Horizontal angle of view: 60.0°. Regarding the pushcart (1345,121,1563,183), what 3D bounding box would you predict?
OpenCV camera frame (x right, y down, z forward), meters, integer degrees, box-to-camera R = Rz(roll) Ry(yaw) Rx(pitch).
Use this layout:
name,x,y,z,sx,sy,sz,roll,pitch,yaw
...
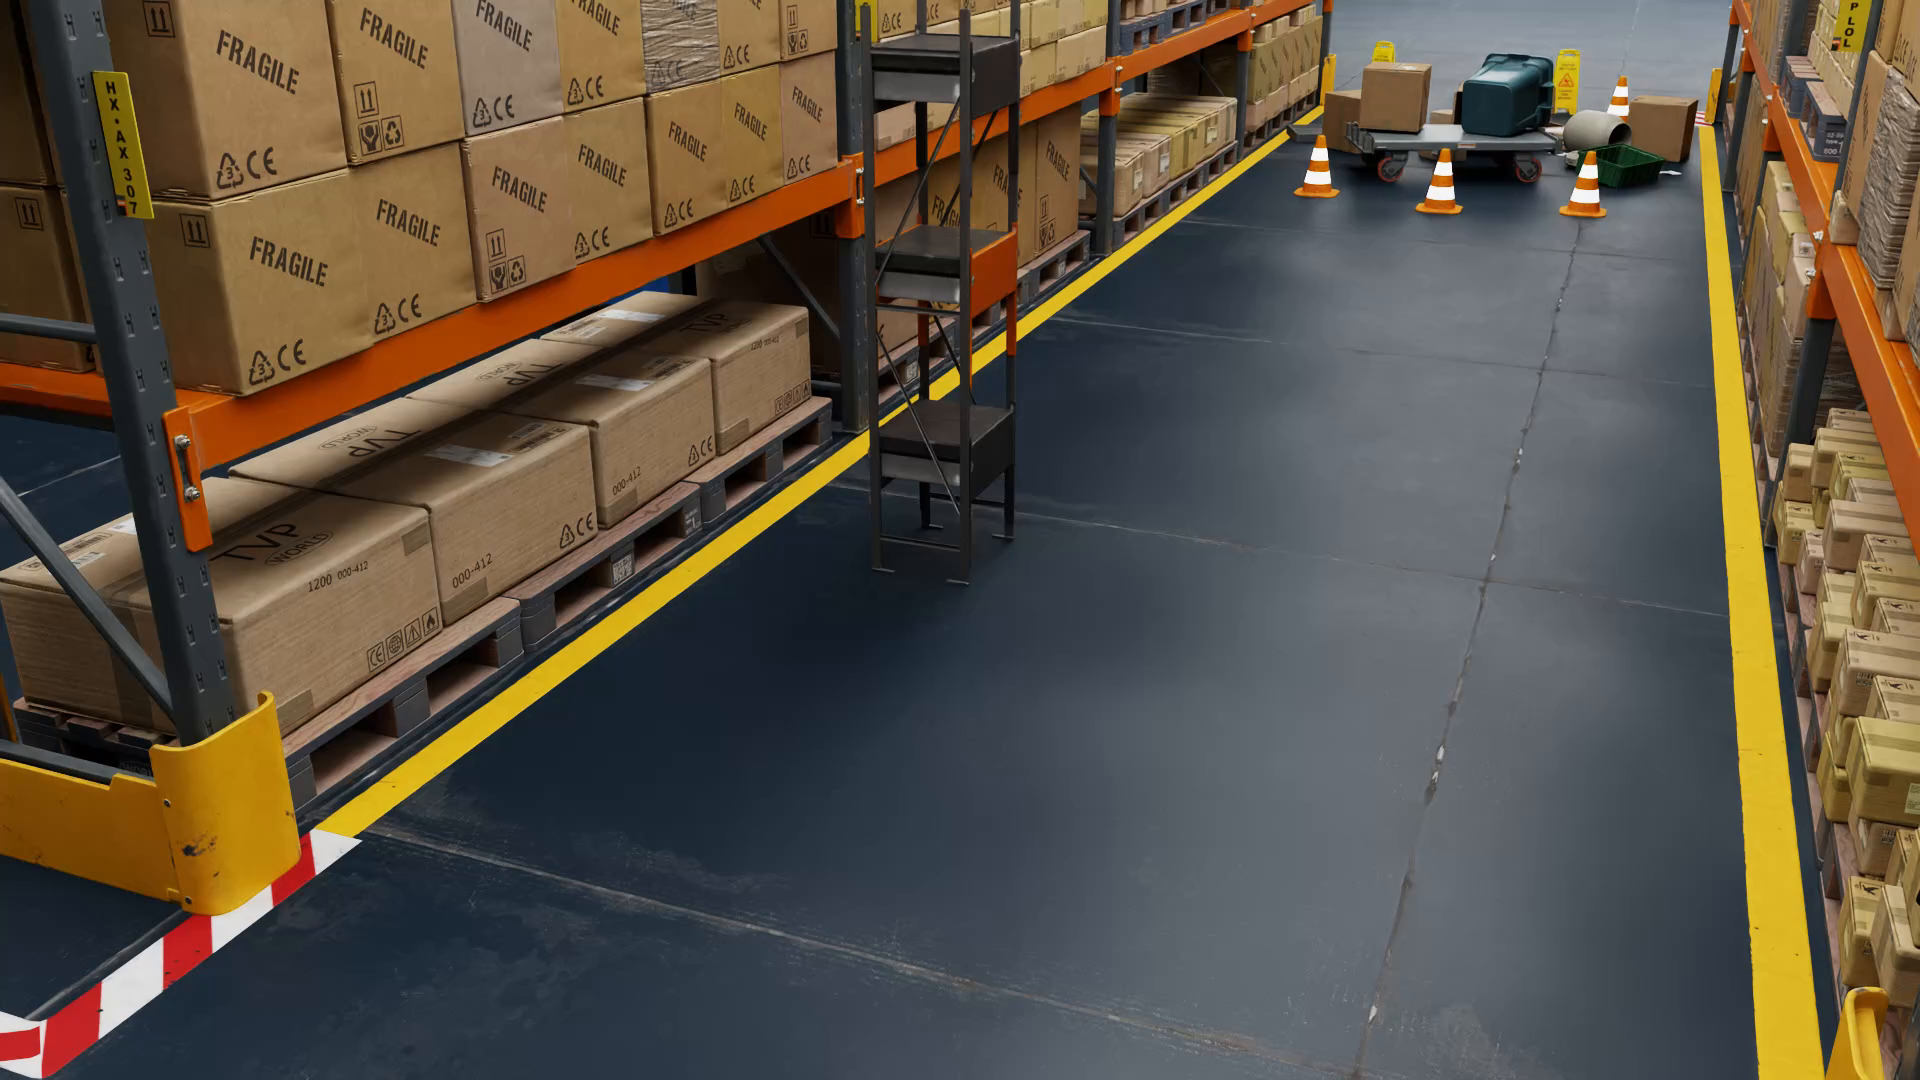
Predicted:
name,x,y,z,sx,sy,sz,roll,pitch,yaw
pushcart,4.183,-3.315,14.196,1.648,0.377,0.936,1,23,2

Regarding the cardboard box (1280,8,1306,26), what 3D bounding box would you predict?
name,x,y,z,sx,sy,sz,roll,pitch,yaw
cardboard box,3.208,-5.186,16.483,0.380,0.149,0.250,10,25,22

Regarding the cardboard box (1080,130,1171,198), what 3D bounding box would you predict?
name,x,y,z,sx,sy,sz,roll,pitch,yaw
cardboard box,1.047,-2.849,12.544,0.950,0.372,0.625,8,24,19

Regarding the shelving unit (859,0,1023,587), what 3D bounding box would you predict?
name,x,y,z,sx,sy,sz,roll,pitch,yaw
shelving unit,-0.061,-0.910,6.203,0.431,2.100,0.503,9,24,20

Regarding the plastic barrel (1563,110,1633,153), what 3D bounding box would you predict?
name,x,y,z,sx,sy,sz,roll,pitch,yaw
plastic barrel,5.678,-3.598,14.814,0.421,0.421,0.512,-12,25,-26

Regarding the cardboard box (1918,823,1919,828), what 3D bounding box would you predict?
name,x,y,z,sx,sy,sz,roll,pitch,yaw
cardboard box,2.331,0.673,3.629,0.380,0.149,0.250,9,24,21

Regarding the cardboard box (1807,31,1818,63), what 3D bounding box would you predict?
name,x,y,z,sx,sy,sz,roll,pitch,yaw
cardboard box,4.841,-2.676,9.046,0.380,0.149,0.250,8,24,19

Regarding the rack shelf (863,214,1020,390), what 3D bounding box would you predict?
name,x,y,z,sx,sy,sz,roll,pitch,yaw
rack shelf,-0.061,-0.897,6.209,0.431,0.518,0.480,9,24,20

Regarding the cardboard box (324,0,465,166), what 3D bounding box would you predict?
name,x,y,z,sx,sy,sz,roll,pitch,yaw
cardboard box,-1.782,-1.363,4.695,0.500,0.500,0.500,8,24,19

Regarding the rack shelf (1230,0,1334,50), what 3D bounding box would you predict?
name,x,y,z,sx,sy,sz,roll,pitch,yaw
rack shelf,2.790,-5.217,16.281,1.077,0.370,4.000,9,24,20

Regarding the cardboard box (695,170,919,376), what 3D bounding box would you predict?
name,x,y,z,sx,sy,sz,roll,pitch,yaw
cardboard box,-0.768,-1.417,8.463,0.875,0.875,0.875,10,25,22

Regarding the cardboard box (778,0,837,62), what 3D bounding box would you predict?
name,x,y,z,sx,sy,sz,roll,pitch,yaw
cardboard box,-0.843,-2.270,6.865,0.500,0.500,0.500,9,24,20

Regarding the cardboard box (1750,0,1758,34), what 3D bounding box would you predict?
name,x,y,z,sx,sy,sz,roll,pitch,yaw
cardboard box,6.236,-4.057,12.442,0.500,0.500,0.500,9,24,21

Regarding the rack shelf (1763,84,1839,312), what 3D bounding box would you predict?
name,x,y,z,sx,sy,sz,roll,pitch,yaw
rack shelf,4.452,-1.682,7.818,1.077,0.370,4.000,9,24,20

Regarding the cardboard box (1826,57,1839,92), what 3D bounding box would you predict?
name,x,y,z,sx,sy,sz,roll,pitch,yaw
cardboard box,4.351,-2.201,7.909,0.380,0.149,0.250,9,24,21

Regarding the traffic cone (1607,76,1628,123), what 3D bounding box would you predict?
name,x,y,z,sx,sy,sz,roll,pitch,yaw
traffic cone,6.651,-4.435,16.767,0.336,0.463,0.334,9,24,20

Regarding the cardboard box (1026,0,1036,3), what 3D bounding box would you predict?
name,x,y,z,sx,sy,sz,roll,pitch,yaw
cardboard box,0.239,-3.325,9.392,0.500,0.500,0.500,9,24,20

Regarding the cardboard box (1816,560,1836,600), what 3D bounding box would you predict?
name,x,y,z,sx,sy,sz,roll,pitch,yaw
cardboard box,3.085,0.198,5.539,0.380,0.149,0.250,8,24,19

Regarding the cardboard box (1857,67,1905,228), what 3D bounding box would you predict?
name,x,y,z,sx,sy,sz,roll,pitch,yaw
cardboard box,3.114,-1.162,5.125,0.500,0.500,0.500,9,24,20

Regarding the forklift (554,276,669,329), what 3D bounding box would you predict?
name,x,y,z,sx,sy,sz,roll,pitch,yaw
forklift,-1.992,-2.924,9.948,1.130,2.935,3.031,-5,23,-12

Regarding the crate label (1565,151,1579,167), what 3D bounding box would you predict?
name,x,y,z,sx,sy,sz,roll,pitch,yaw
crate label,5.442,-3.309,14.493,0.298,0.136,0.250,-7,24,-17

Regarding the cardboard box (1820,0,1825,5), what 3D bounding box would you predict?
name,x,y,z,sx,sy,sz,roll,pitch,yaw
cardboard box,4.842,-2.943,8.912,0.380,0.149,0.250,9,24,20

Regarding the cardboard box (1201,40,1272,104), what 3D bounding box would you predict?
name,x,y,z,sx,sy,sz,roll,pitch,yaw
cardboard box,2.517,-4.277,15.147,0.500,0.500,0.500,10,25,23

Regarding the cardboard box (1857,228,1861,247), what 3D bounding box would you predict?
name,x,y,z,sx,sy,sz,roll,pitch,yaw
cardboard box,3.273,-1.024,5.637,0.380,0.149,0.250,10,24,22

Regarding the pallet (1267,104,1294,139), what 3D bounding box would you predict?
name,x,y,z,sx,sy,sz,roll,pitch,yaw
pallet,2.716,-4.230,16.603,1.003,0.211,1.213,9,24,20

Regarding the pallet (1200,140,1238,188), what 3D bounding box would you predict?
name,x,y,z,sx,sy,sz,roll,pitch,yaw
pallet,1.760,-3.268,14.299,1.003,0.211,1.213,9,24,20

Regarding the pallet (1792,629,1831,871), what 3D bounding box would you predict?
name,x,y,z,sx,sy,sz,roll,pitch,yaw
pallet,3.041,0.672,4.867,1.003,0.211,1.213,9,24,20

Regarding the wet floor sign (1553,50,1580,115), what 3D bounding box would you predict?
name,x,y,z,sx,sy,sz,roll,pitch,yaw
wet floor sign,6.339,-4.800,17.403,0.267,0.644,0.232,5,23,11

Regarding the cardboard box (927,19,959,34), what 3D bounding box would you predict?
name,x,y,z,sx,sy,sz,roll,pitch,yaw
cardboard box,-0.331,-2.440,8.245,0.500,0.250,0.500,9,24,21

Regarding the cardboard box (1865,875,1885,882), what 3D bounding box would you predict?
name,x,y,z,sx,sy,sz,roll,pitch,yaw
cardboard box,2.405,0.848,3.981,0.380,0.149,0.250,9,24,20

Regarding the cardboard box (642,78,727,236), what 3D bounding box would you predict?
name,x,y,z,sx,sy,sz,roll,pitch,yaw
cardboard box,-1.218,-1.447,6.193,0.500,0.500,0.500,8,24,19

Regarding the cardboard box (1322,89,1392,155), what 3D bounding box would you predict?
name,x,y,z,sx,sy,sz,roll,pitch,yaw
cardboard box,3.709,-3.870,15.362,0.500,0.500,0.500,-12,25,-26

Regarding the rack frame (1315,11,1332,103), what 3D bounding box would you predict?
name,x,y,z,sx,sy,sz,roll,pitch,yaw
rack frame,3.533,-6.265,17.856,1.000,3.000,0.127,9,24,20

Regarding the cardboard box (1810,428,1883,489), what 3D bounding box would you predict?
name,x,y,z,sx,sy,sz,roll,pitch,yaw
cardboard box,3.232,-0.267,5.880,0.380,0.149,0.250,10,25,23

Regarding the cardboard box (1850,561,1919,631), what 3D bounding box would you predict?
name,x,y,z,sx,sy,sz,roll,pitch,yaw
cardboard box,2.785,0.198,4.765,0.380,0.149,0.250,9,24,20

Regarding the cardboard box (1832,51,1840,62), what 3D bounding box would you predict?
name,x,y,z,sx,sy,sz,roll,pitch,yaw
cardboard box,4.352,-2.339,7.854,0.380,0.149,0.250,9,24,20

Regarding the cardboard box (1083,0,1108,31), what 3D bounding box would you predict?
name,x,y,z,sx,sy,sz,roll,pitch,yaw
cardboard box,0.618,-3.354,10.433,0.500,0.250,0.500,9,24,20

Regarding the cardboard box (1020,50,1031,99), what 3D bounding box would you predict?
name,x,y,z,sx,sy,sz,roll,pitch,yaw
cardboard box,0.075,-2.565,9.194,0.500,0.250,0.500,8,24,19

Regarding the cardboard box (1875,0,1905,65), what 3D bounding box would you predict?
name,x,y,z,sx,sy,sz,roll,pitch,yaw
cardboard box,3.315,-1.816,5.393,0.500,0.500,0.500,9,24,21

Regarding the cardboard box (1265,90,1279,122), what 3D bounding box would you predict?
name,x,y,z,sx,sy,sz,roll,pitch,yaw
cardboard box,2.705,-4.123,15.753,0.500,0.250,0.500,10,25,23

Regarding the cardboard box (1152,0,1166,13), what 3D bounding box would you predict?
name,x,y,z,sx,sy,sz,roll,pitch,yaw
cardboard box,1.257,-3.853,11.863,0.380,0.149,0.250,9,24,20

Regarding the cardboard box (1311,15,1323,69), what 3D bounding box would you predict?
name,x,y,z,sx,sy,sz,roll,pitch,yaw
cardboard box,3.478,-5.212,17.385,0.500,0.500,0.500,9,24,20

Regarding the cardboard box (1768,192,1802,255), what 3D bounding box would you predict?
name,x,y,z,sx,sy,sz,roll,pitch,yaw
cardboard box,4.330,-1.547,8.287,0.500,0.250,0.500,9,24,20

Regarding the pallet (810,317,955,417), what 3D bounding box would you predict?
name,x,y,z,sx,sy,sz,roll,pitch,yaw
pallet,-0.708,-0.971,8.800,1.003,0.211,1.213,9,24,20

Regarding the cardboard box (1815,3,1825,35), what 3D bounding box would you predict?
name,x,y,z,sx,sy,sz,roll,pitch,yaw
cardboard box,4.829,-2.800,8.957,0.380,0.149,0.250,10,25,22

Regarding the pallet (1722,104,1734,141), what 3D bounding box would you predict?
name,x,y,z,sx,sy,sz,roll,pitch,yaw
pallet,7.942,-4.008,16.072,1.003,0.211,1.213,9,24,20

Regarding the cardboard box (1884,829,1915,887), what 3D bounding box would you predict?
name,x,y,z,sx,sy,sz,roll,pitch,yaw
cardboard box,2.302,0.802,3.705,0.380,0.149,0.250,8,24,19

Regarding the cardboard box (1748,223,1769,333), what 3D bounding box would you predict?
name,x,y,z,sx,sy,sz,roll,pitch,yaw
cardboard box,4.512,-1.373,8.843,0.500,0.500,0.500,9,24,21

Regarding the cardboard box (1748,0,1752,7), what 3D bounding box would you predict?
name,x,y,z,sx,sy,sz,roll,pitch,yaw
cardboard box,7.404,-4.944,14.500,0.875,0.550,0.500,9,24,20

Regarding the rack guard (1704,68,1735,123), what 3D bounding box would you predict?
name,x,y,z,sx,sy,sz,roll,pitch,yaw
rack guard,8.175,-4.447,16.749,1.175,0.500,0.348,9,24,20

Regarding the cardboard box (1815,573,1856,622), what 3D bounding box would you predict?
name,x,y,z,sx,sy,sz,roll,pitch,yaw
cardboard box,2.830,0.239,5.055,0.380,0.149,0.250,9,24,20

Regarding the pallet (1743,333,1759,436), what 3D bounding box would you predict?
name,x,y,z,sx,sy,sz,roll,pitch,yaw
pallet,4.449,-0.728,8.219,1.003,0.211,1.213,9,24,20

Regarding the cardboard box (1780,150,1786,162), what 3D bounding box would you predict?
name,x,y,z,sx,sy,sz,roll,pitch,yaw
cardboard box,5.505,-2.090,10.236,1.050,0.750,0.750,8,24,19

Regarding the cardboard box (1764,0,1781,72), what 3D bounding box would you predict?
name,x,y,z,sx,sy,sz,roll,pitch,yaw
cardboard box,5.300,-3.153,10.278,0.500,0.500,0.500,9,24,20
